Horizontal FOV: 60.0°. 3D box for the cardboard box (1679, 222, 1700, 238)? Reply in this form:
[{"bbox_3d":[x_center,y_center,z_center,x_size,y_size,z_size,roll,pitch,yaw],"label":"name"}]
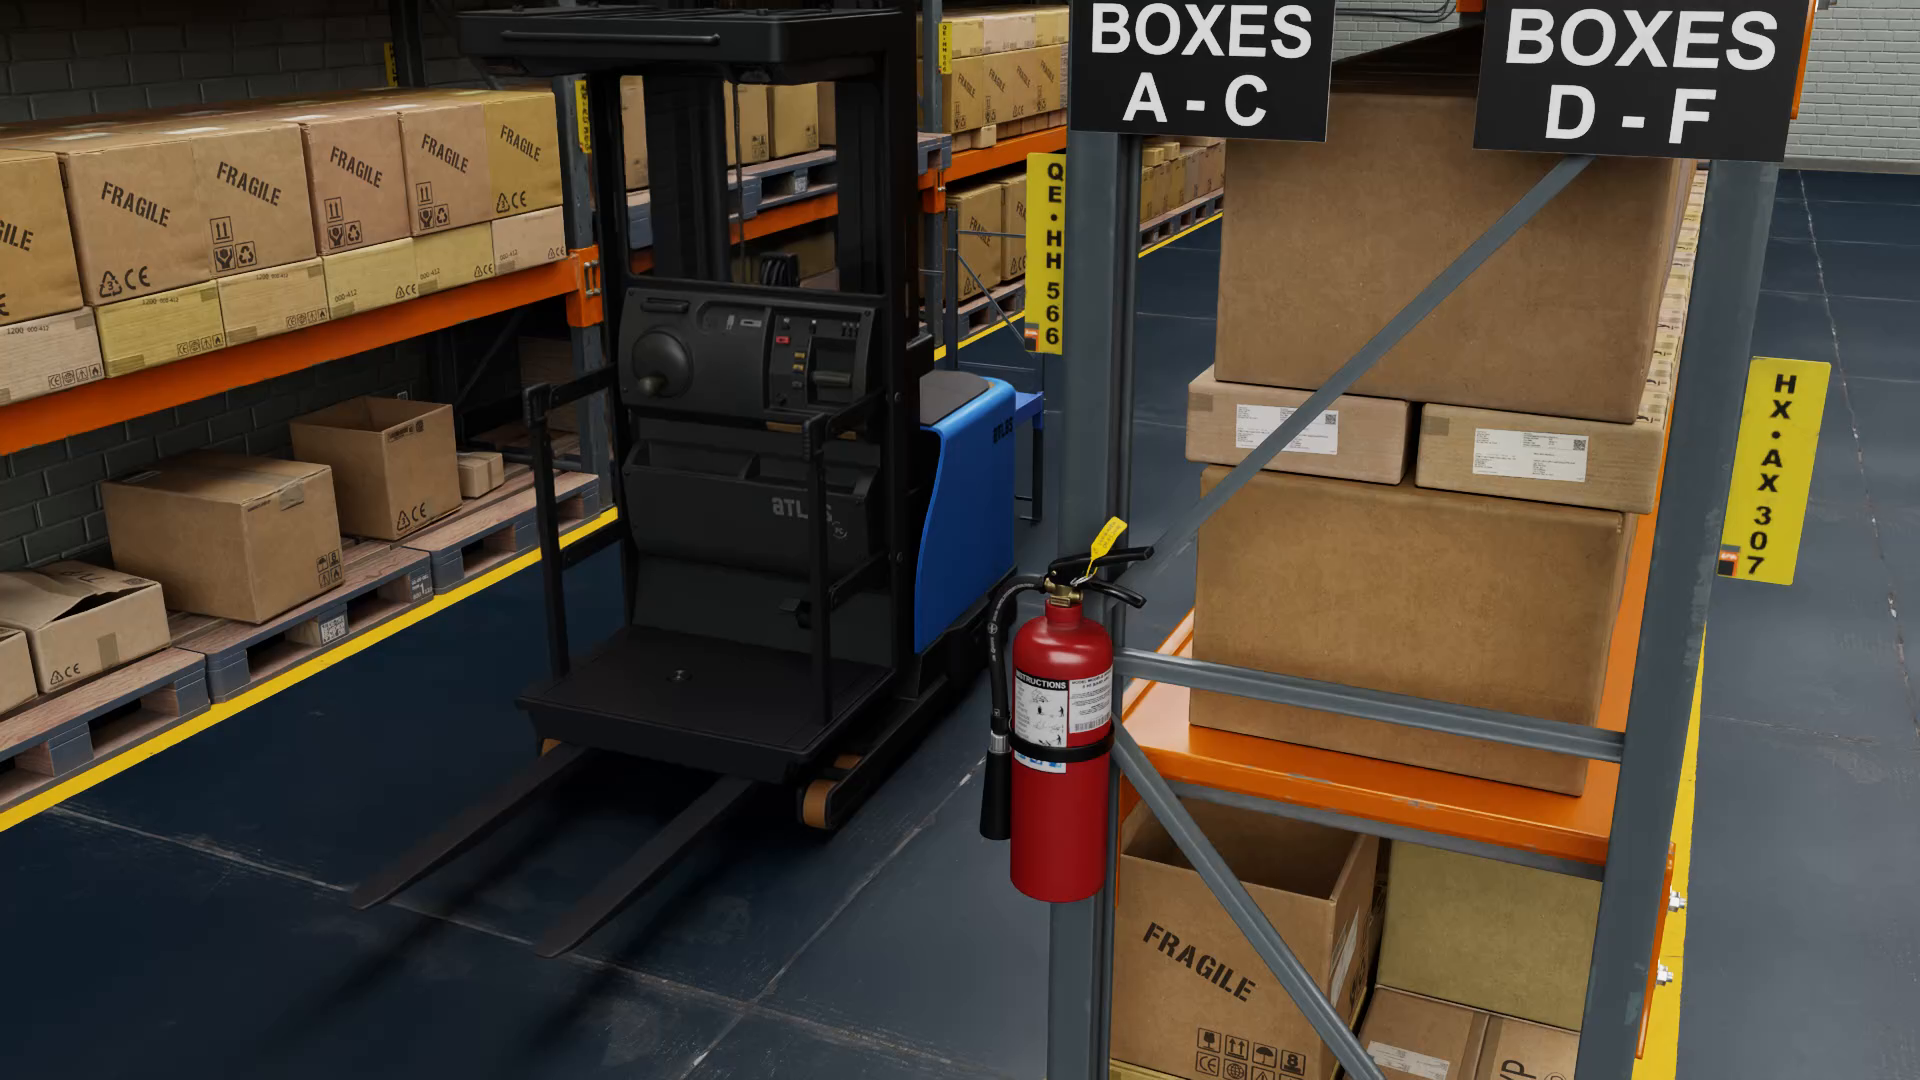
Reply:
[{"bbox_3d":[1.845,-0.803,4.634,0.380,0.149,0.250,9,22,24],"label":"cardboard box"}]

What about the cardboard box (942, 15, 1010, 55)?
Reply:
[{"bbox_3d":[0.040,-3.670,12.070,0.500,0.250,0.500,8,21,22],"label":"cardboard box"}]

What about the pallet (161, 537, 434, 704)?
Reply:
[{"bbox_3d":[-2.980,0.269,6.898,1.003,0.211,1.213,9,21,23],"label":"pallet"}]

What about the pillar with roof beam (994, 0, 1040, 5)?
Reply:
[{"bbox_3d":[4.462,-6.644,13.220,9.100,9.000,0.400,9,21,23],"label":"pillar with roof beam"}]

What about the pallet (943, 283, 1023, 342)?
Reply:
[{"bbox_3d":[-0.209,-1.769,12.629,1.003,0.211,1.213,9,21,23],"label":"pallet"}]

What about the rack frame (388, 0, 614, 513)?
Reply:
[{"bbox_3d":[-2.239,-1.630,8.075,1.000,3.000,0.127,9,21,23],"label":"rack frame"}]

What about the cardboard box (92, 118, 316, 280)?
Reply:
[{"bbox_3d":[-2.778,-1.270,6.138,0.500,0.500,0.500,9,22,24],"label":"cardboard box"}]

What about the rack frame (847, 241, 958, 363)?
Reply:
[{"bbox_3d":[-0.243,-0.525,7.207,0.500,1.500,0.032,9,21,23],"label":"rack frame"}]

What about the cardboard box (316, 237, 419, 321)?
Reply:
[{"bbox_3d":[-2.560,-1.075,6.709,0.500,0.250,0.500,8,21,22],"label":"cardboard box"}]

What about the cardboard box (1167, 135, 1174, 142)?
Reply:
[{"bbox_3d":[2.039,-4.230,17.523,0.380,0.149,0.250,9,21,23],"label":"cardboard box"}]

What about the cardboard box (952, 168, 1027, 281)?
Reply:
[{"bbox_3d":[0.184,-2.511,13.135,0.750,0.750,0.750,8,21,22],"label":"cardboard box"}]

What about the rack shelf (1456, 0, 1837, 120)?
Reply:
[{"bbox_3d":[1.463,-1.414,4.065,1.077,0.370,4.000,9,21,23],"label":"rack shelf"}]

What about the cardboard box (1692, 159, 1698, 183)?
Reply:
[{"bbox_3d":[2.106,-1.473,5.548,0.700,0.500,0.500,9,21,23],"label":"cardboard box"}]

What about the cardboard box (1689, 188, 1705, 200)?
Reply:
[{"bbox_3d":[2.158,-1.036,5.287,0.380,0.149,0.250,8,21,21],"label":"cardboard box"}]

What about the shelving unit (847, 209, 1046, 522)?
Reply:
[{"bbox_3d":[-0.035,-0.681,7.644,0.538,1.500,1.048,9,21,23],"label":"shelving unit"}]

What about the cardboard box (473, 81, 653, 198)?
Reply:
[{"bbox_3d":[-1.999,-2.035,8.408,0.700,0.500,0.500,9,21,23],"label":"cardboard box"}]

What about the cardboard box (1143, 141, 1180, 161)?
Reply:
[{"bbox_3d":[1.957,-3.855,16.467,0.380,0.149,0.250,8,21,21],"label":"cardboard box"}]

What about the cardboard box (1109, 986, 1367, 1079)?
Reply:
[{"bbox_3d":[0.594,1.165,3.694,0.500,0.250,0.500,9,21,23],"label":"cardboard box"}]

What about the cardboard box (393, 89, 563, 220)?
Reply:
[{"bbox_3d":[-2.150,-1.735,7.445,0.500,0.500,0.500,8,21,23],"label":"cardboard box"}]

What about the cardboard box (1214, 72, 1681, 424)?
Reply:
[{"bbox_3d":[0.868,-0.544,2.936,0.700,0.500,0.500,9,21,23],"label":"cardboard box"}]

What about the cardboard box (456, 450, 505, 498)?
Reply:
[{"bbox_3d":[-2.431,-0.334,8.004,0.380,0.166,0.250,6,20,16],"label":"cardboard box"}]

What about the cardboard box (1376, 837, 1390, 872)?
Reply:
[{"bbox_3d":[0.988,0.504,4.434,0.500,0.500,0.500,9,21,23],"label":"cardboard box"}]

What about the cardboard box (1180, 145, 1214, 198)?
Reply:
[{"bbox_3d":[2.275,-3.937,17.667,0.700,0.500,0.500,8,21,23],"label":"cardboard box"}]

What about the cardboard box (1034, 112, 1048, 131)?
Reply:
[{"bbox_3d":[0.477,-3.362,13.291,0.380,0.149,0.250,9,22,24],"label":"cardboard box"}]

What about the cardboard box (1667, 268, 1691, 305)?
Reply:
[{"bbox_3d":[1.527,-0.565,3.965,0.380,0.149,0.250,8,21,22],"label":"cardboard box"}]

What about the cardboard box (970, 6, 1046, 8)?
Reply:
[{"bbox_3d":[0.403,-4.359,14.008,0.500,0.250,0.500,9,21,23],"label":"cardboard box"}]

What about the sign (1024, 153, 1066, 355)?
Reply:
[{"bbox_3d":[0.155,-0.464,2.716,0.100,0.325,0.005,9,21,23],"label":"sign"}]

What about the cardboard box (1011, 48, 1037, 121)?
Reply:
[{"bbox_3d":[0.259,-3.473,12.634,0.500,0.500,0.500,8,21,22],"label":"cardboard box"}]

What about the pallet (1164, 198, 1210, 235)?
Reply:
[{"bbox_3d":[1.918,-3.357,17.094,1.003,0.211,1.213,9,21,23],"label":"pallet"}]

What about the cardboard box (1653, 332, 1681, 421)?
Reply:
[{"bbox_3d":[1.210,-0.329,3.299,0.380,0.149,0.250,9,21,23],"label":"cardboard box"}]

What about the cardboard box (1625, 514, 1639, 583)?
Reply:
[{"bbox_3d":[1.266,-0.229,3.986,0.700,0.500,0.500,9,21,23],"label":"cardboard box"}]

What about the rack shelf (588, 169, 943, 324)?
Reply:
[{"bbox_3d":[-1.420,-1.902,9.914,1.077,0.370,4.000,9,21,23],"label":"rack shelf"}]

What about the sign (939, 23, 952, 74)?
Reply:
[{"bbox_3d":[-0.102,-3.289,11.131,0.100,0.325,0.005,9,21,23],"label":"sign"}]

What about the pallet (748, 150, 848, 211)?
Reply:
[{"bbox_3d":[-1.374,-2.151,9.828,1.003,0.211,1.213,9,21,23],"label":"pallet"}]

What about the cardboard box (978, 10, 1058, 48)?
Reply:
[{"bbox_3d":[0.444,-3.981,12.943,0.500,0.250,0.500,8,21,22],"label":"cardboard box"}]

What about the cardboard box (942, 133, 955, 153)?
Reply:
[{"bbox_3d":[-0.255,-2.812,11.745,0.380,0.149,0.250,8,21,22],"label":"cardboard box"}]

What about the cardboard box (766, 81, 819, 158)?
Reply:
[{"bbox_3d":[-1.274,-2.578,9.935,0.700,0.500,0.500,9,21,23],"label":"cardboard box"}]

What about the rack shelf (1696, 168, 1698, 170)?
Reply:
[{"bbox_3d":[4.739,-2.446,11.444,1.077,0.370,4.000,9,21,23],"label":"rack shelf"}]

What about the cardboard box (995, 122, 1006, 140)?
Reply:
[{"bbox_3d":[0.131,-3.132,12.644,0.380,0.149,0.250,9,21,24],"label":"cardboard box"}]

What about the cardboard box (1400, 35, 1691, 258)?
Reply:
[{"bbox_3d":[1.489,-1.013,4.254,0.700,0.500,0.500,9,21,23],"label":"cardboard box"}]

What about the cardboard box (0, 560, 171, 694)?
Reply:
[{"bbox_3d":[-3.278,0.279,6.063,0.500,0.311,0.500,11,22,27],"label":"cardboard box"}]

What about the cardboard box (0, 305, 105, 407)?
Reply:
[{"bbox_3d":[-3.188,-0.612,5.407,0.500,0.250,0.500,8,21,21],"label":"cardboard box"}]

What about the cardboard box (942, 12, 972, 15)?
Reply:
[{"bbox_3d":[-0.223,-3.891,12.691,0.500,0.250,0.500,8,21,21],"label":"cardboard box"}]

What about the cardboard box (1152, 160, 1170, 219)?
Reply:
[{"bbox_3d":[1.646,-3.463,16.333,0.700,0.500,0.500,8,21,22],"label":"cardboard box"}]

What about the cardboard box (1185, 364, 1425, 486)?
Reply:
[{"bbox_3d":[0.627,-0.224,3.005,0.380,0.149,0.250,8,21,22],"label":"cardboard box"}]

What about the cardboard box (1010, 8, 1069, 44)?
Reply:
[{"bbox_3d":[0.652,-4.136,13.381,0.500,0.250,0.500,9,21,24],"label":"cardboard box"}]

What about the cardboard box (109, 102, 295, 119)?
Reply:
[{"bbox_3d":[-3.046,-1.497,6.778,0.500,0.500,0.500,9,22,24],"label":"cardboard box"}]

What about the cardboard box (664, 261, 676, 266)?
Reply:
[{"bbox_3d":[-1.566,-1.534,9.762,0.500,0.250,0.500,8,21,21],"label":"cardboard box"}]

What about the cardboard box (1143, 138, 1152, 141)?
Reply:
[{"bbox_3d":[1.727,-3.997,16.866,0.380,0.149,0.250,8,21,22],"label":"cardboard box"}]

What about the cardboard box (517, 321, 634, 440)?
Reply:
[{"bbox_3d":[-1.953,-0.886,9.059,0.700,0.500,0.500,9,22,25],"label":"cardboard box"}]

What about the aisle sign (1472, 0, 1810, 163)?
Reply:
[{"bbox_3d":[0.896,-0.891,2.118,0.394,0.787,0.004,9,21,23],"label":"aisle sign"}]

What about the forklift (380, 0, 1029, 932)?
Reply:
[{"bbox_3d":[-0.740,-0.649,5.420,1.130,2.935,3.031,8,21,21],"label":"forklift"}]

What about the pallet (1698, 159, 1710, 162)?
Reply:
[{"bbox_3d":[4.133,-2.300,10.247,1.213,0.211,1.003,9,21,23],"label":"pallet"}]
